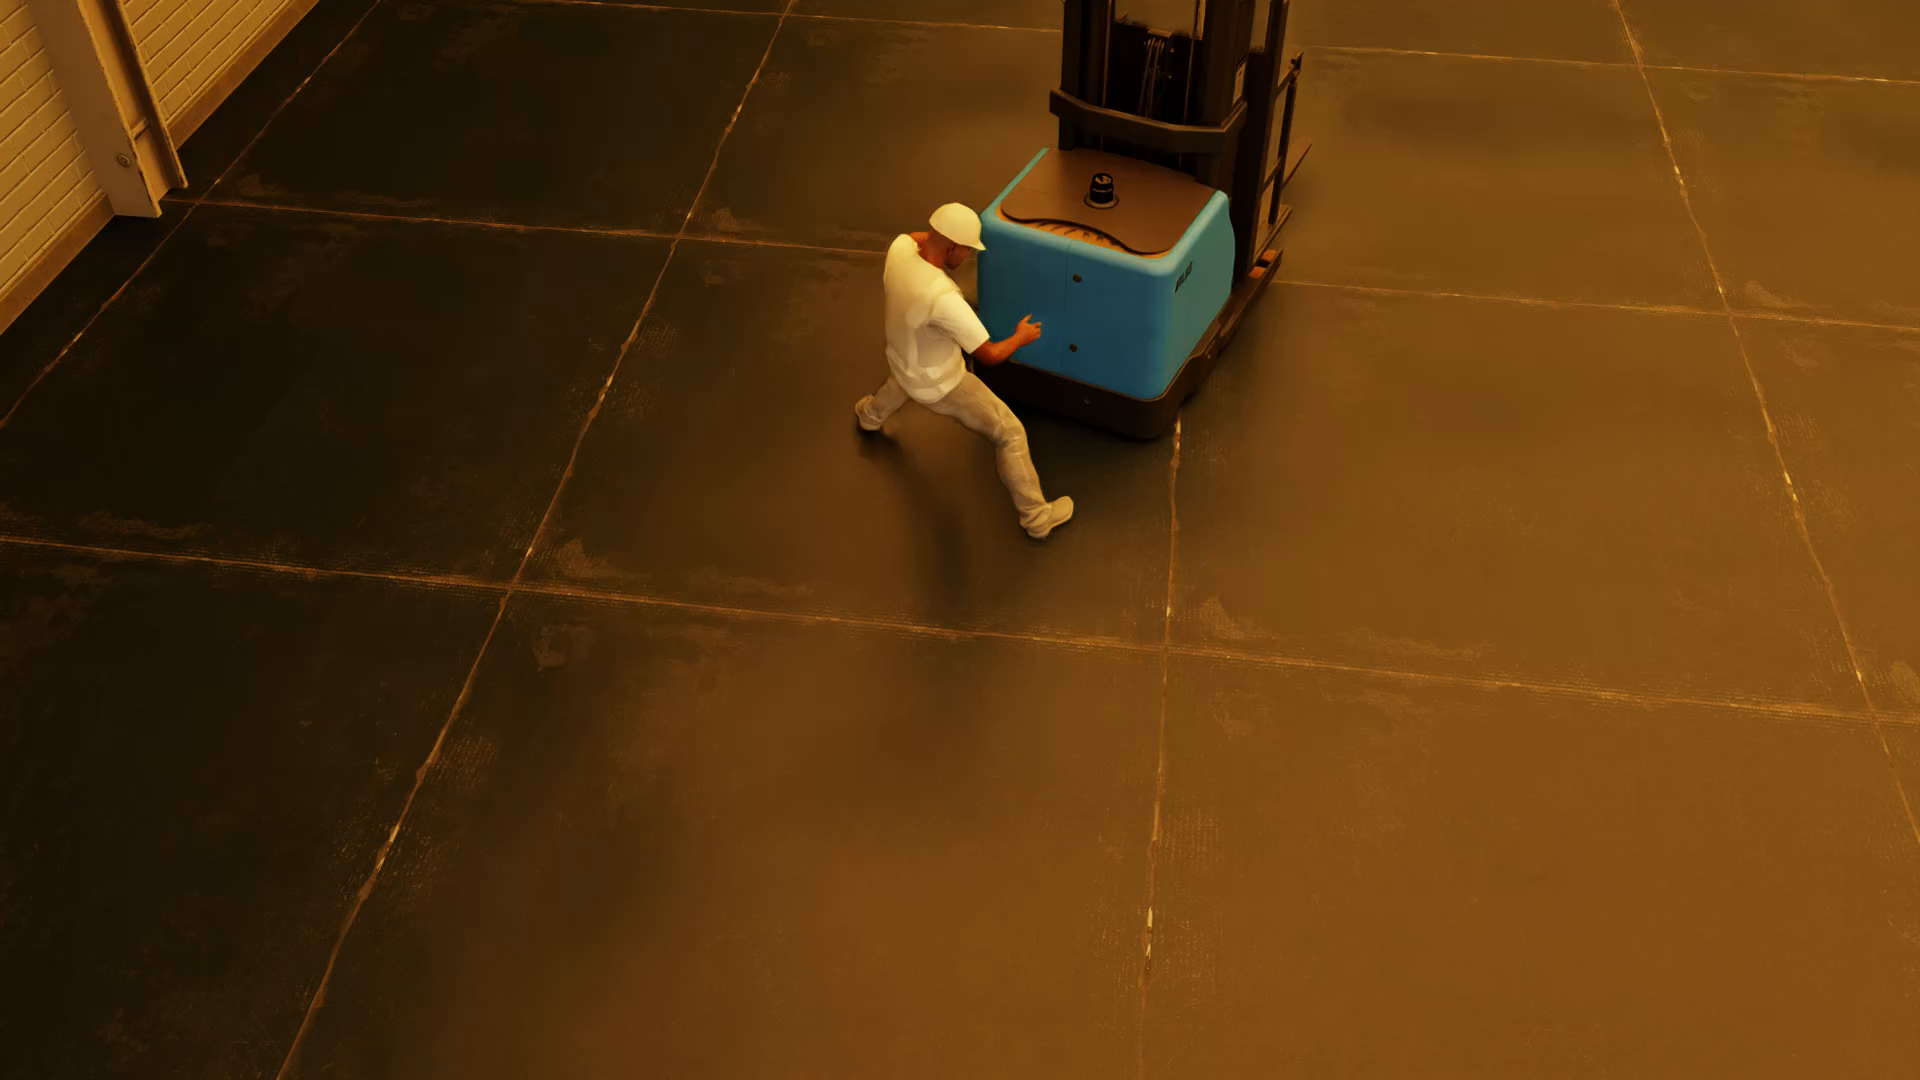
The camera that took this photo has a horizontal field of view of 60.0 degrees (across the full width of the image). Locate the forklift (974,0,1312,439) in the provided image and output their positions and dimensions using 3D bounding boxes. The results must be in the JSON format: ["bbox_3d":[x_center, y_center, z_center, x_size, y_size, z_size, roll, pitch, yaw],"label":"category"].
[{"bbox_3d":[1.187,-2.583,8.536,1.130,2.935,3.031,19,46,19],"label":"forklift"}]

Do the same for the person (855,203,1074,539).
[{"bbox_3d":[-0.007,-0.927,7.758,0.719,1.543,1.298,-19,46,-19],"label":"person"}]
